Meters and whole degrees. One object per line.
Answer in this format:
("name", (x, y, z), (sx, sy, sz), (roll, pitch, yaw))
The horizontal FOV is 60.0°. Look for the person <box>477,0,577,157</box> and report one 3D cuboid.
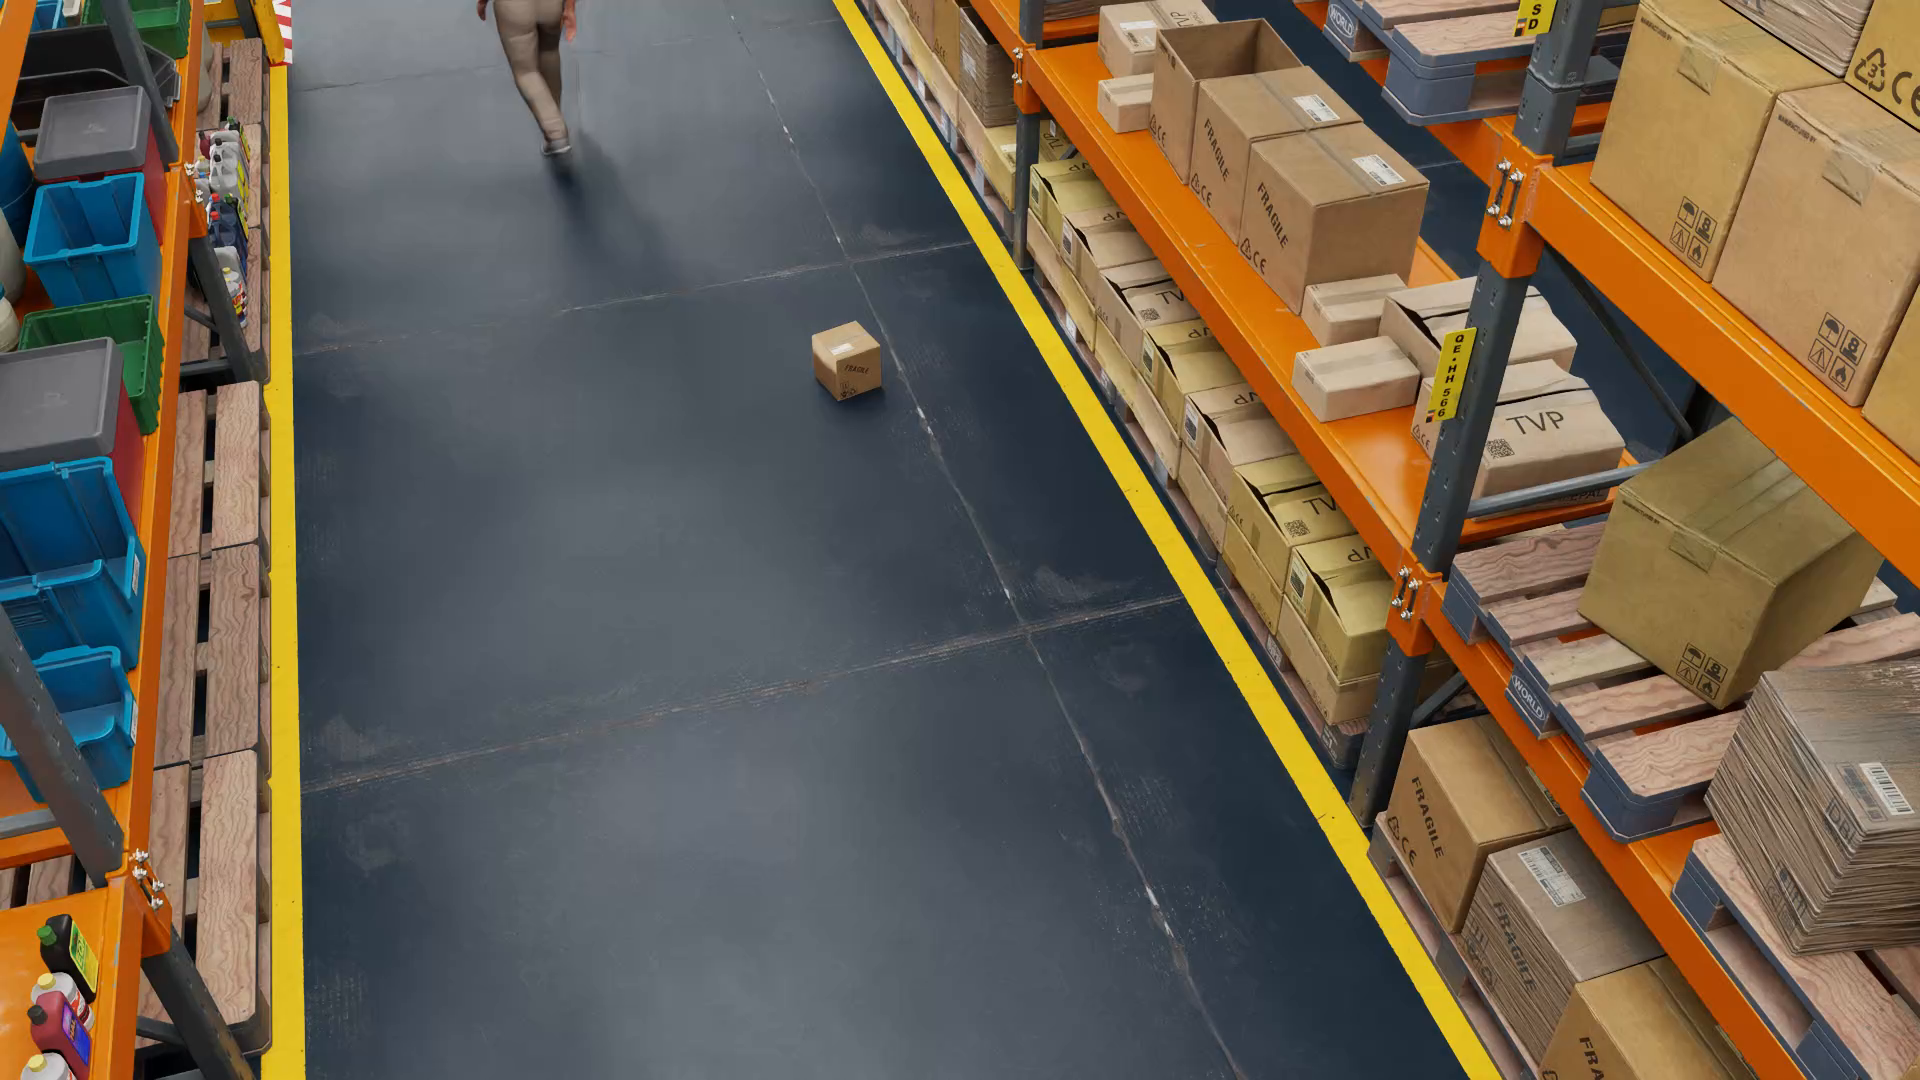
("person", (-2.510, -3.103, 9.624), (0.525, 1.678, 0.991), (-24, 47, -24))
